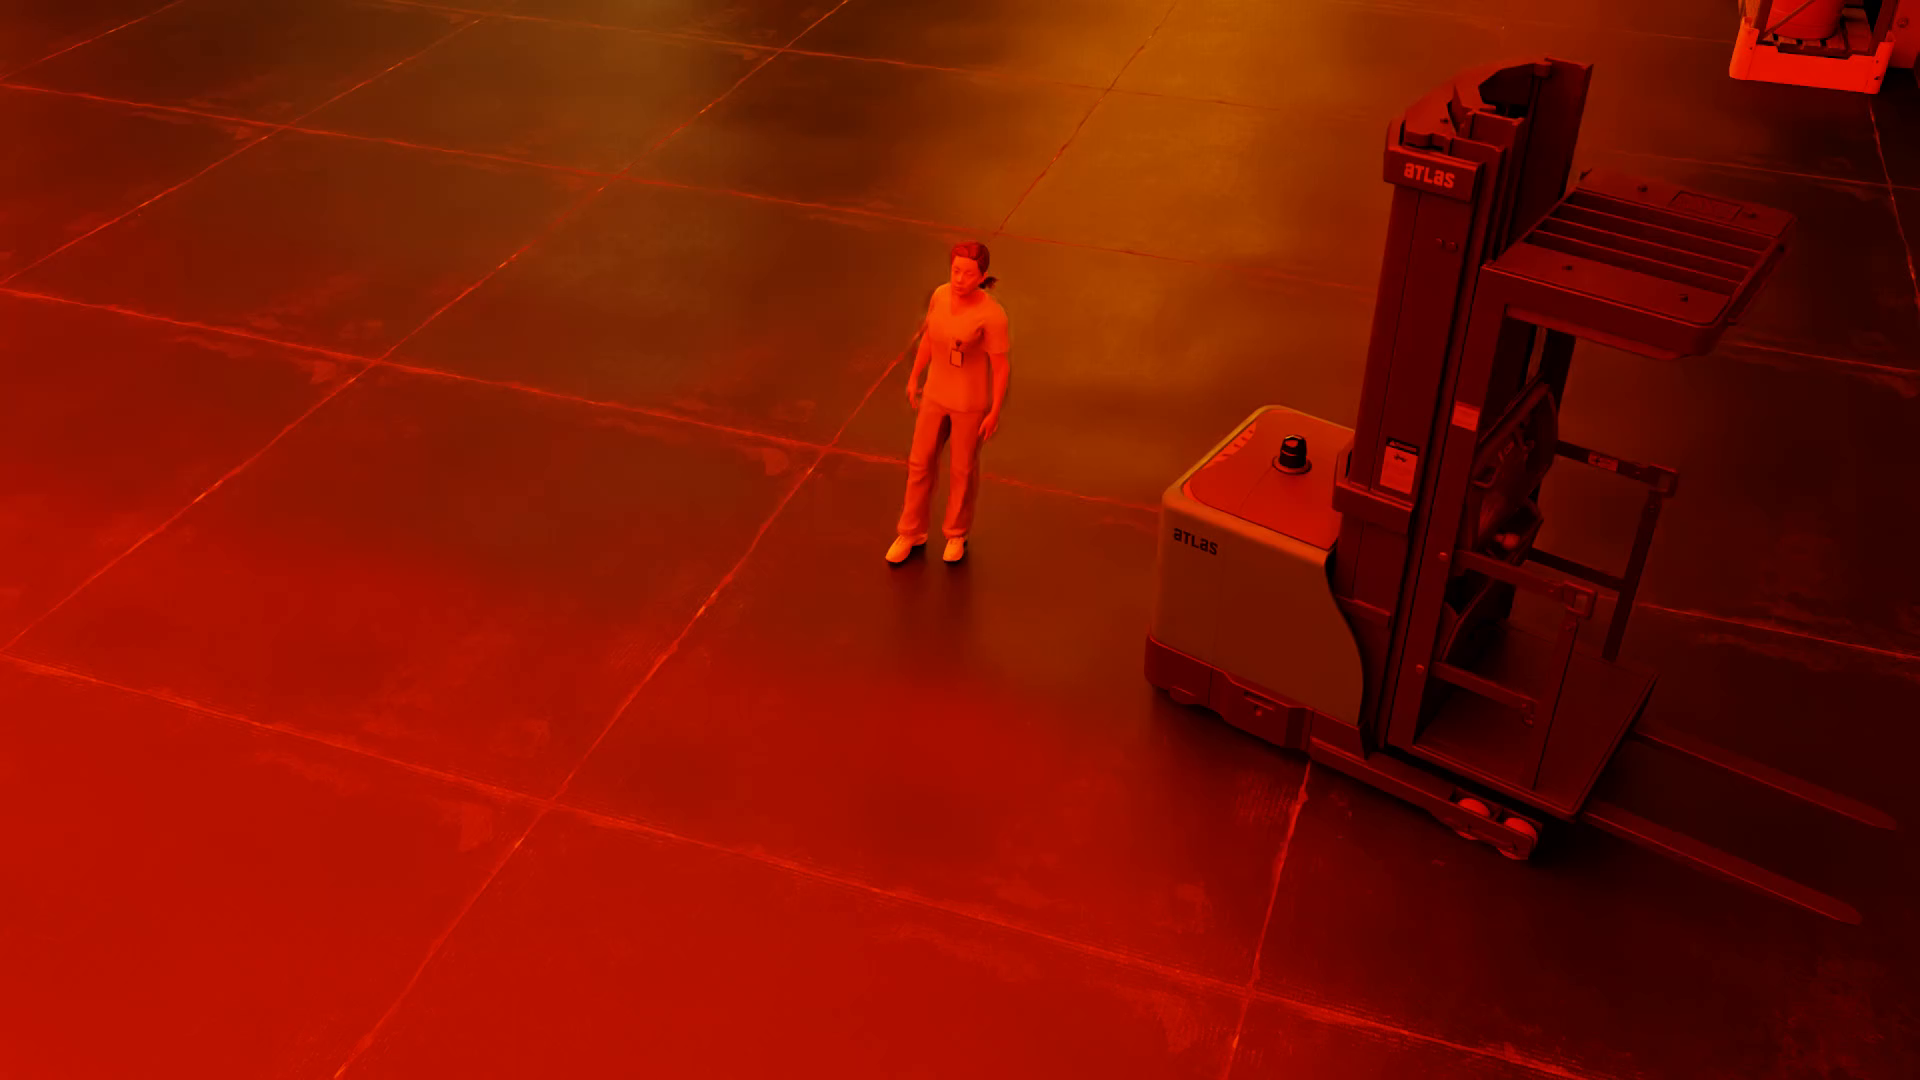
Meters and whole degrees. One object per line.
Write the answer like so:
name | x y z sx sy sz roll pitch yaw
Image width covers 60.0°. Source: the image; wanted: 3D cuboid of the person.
person | -0.059 -0.635 8.090 0.533 1.667 0.591 23 41 28

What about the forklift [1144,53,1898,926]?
forklift | 2.338 -0.241 6.451 3.031 2.935 1.130 23 41 29
